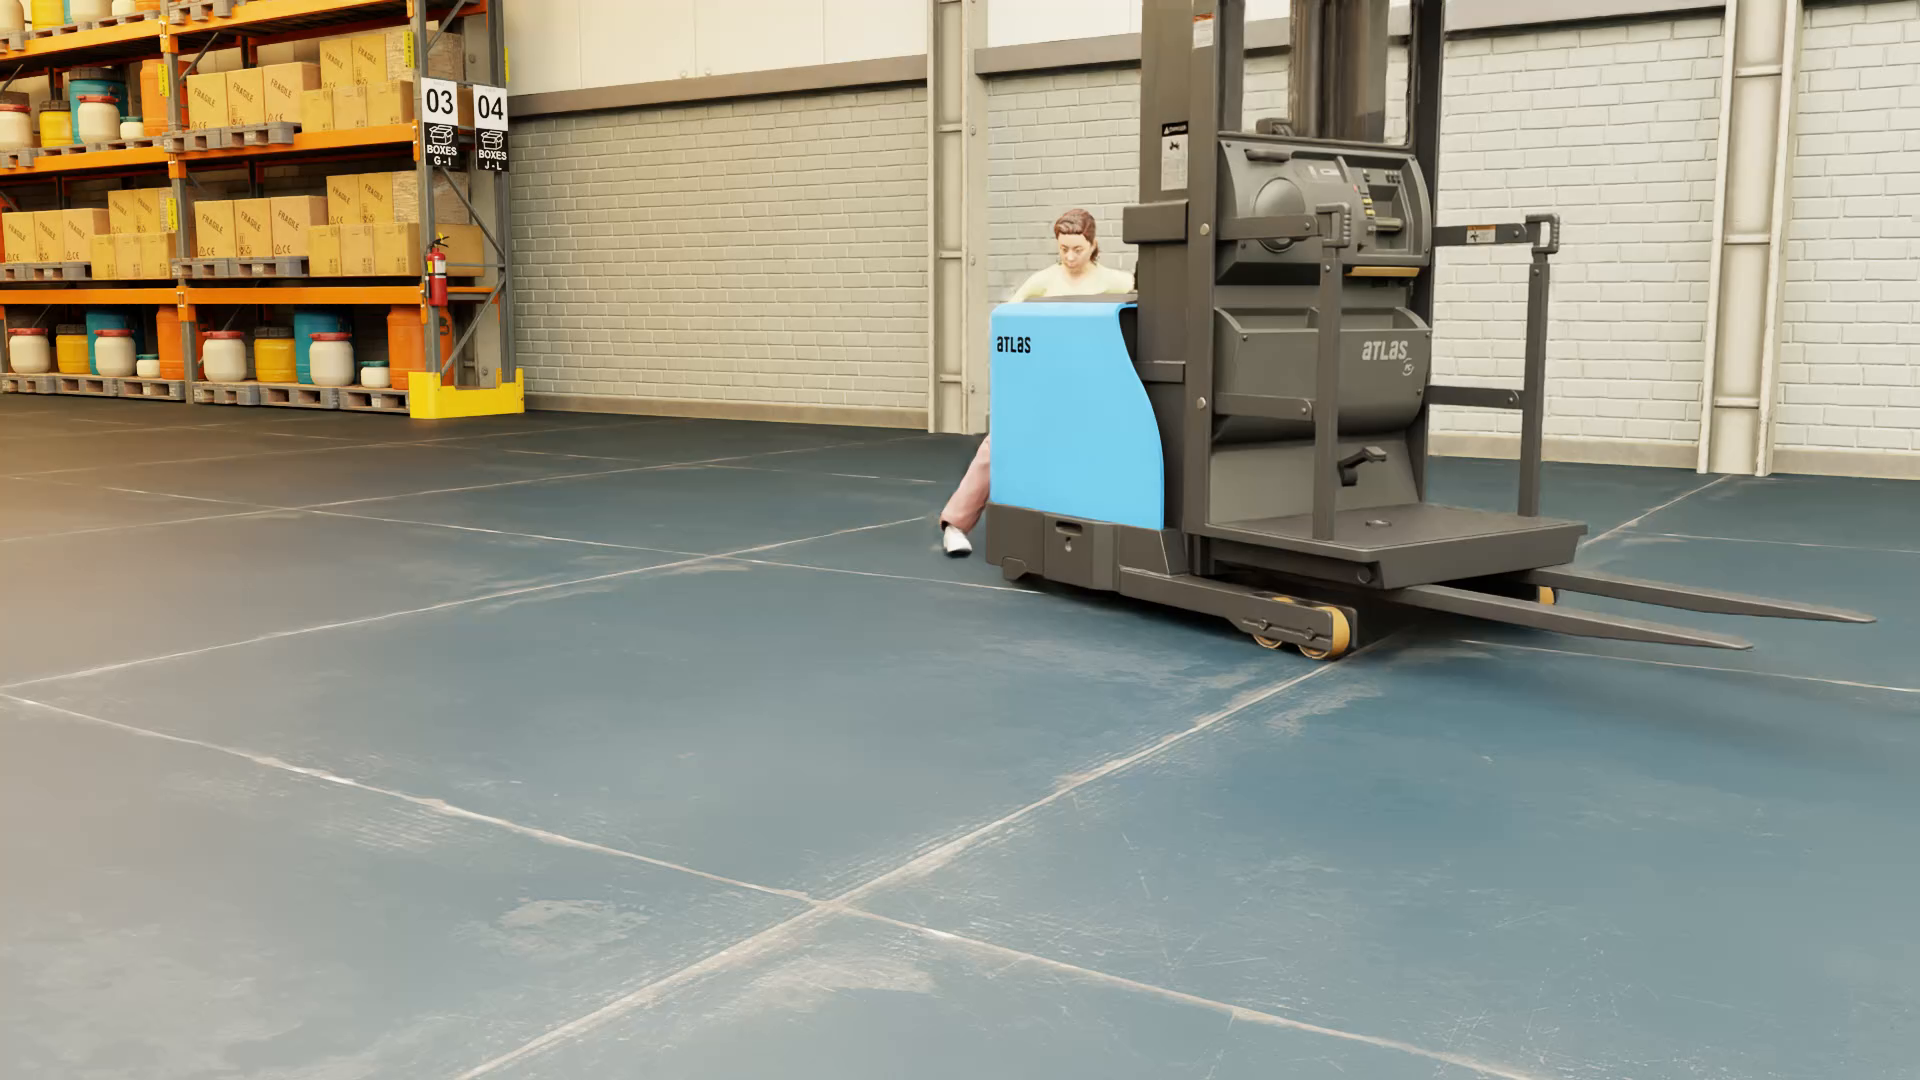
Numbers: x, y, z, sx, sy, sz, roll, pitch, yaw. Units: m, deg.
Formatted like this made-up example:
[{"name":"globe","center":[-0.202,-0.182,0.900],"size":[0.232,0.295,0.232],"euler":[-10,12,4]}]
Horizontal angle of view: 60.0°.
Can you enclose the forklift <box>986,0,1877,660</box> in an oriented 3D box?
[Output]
[{"name":"forklift","center":[1.354,-1.164,5.378],"size":[1.130,2.935,3.031],"euler":[-6,10,-34]}]

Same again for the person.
[{"name":"person","center":[0.549,-0.708,7.294],"size":[1.201,1.478,0.902],"euler":[2,8,12]}]
